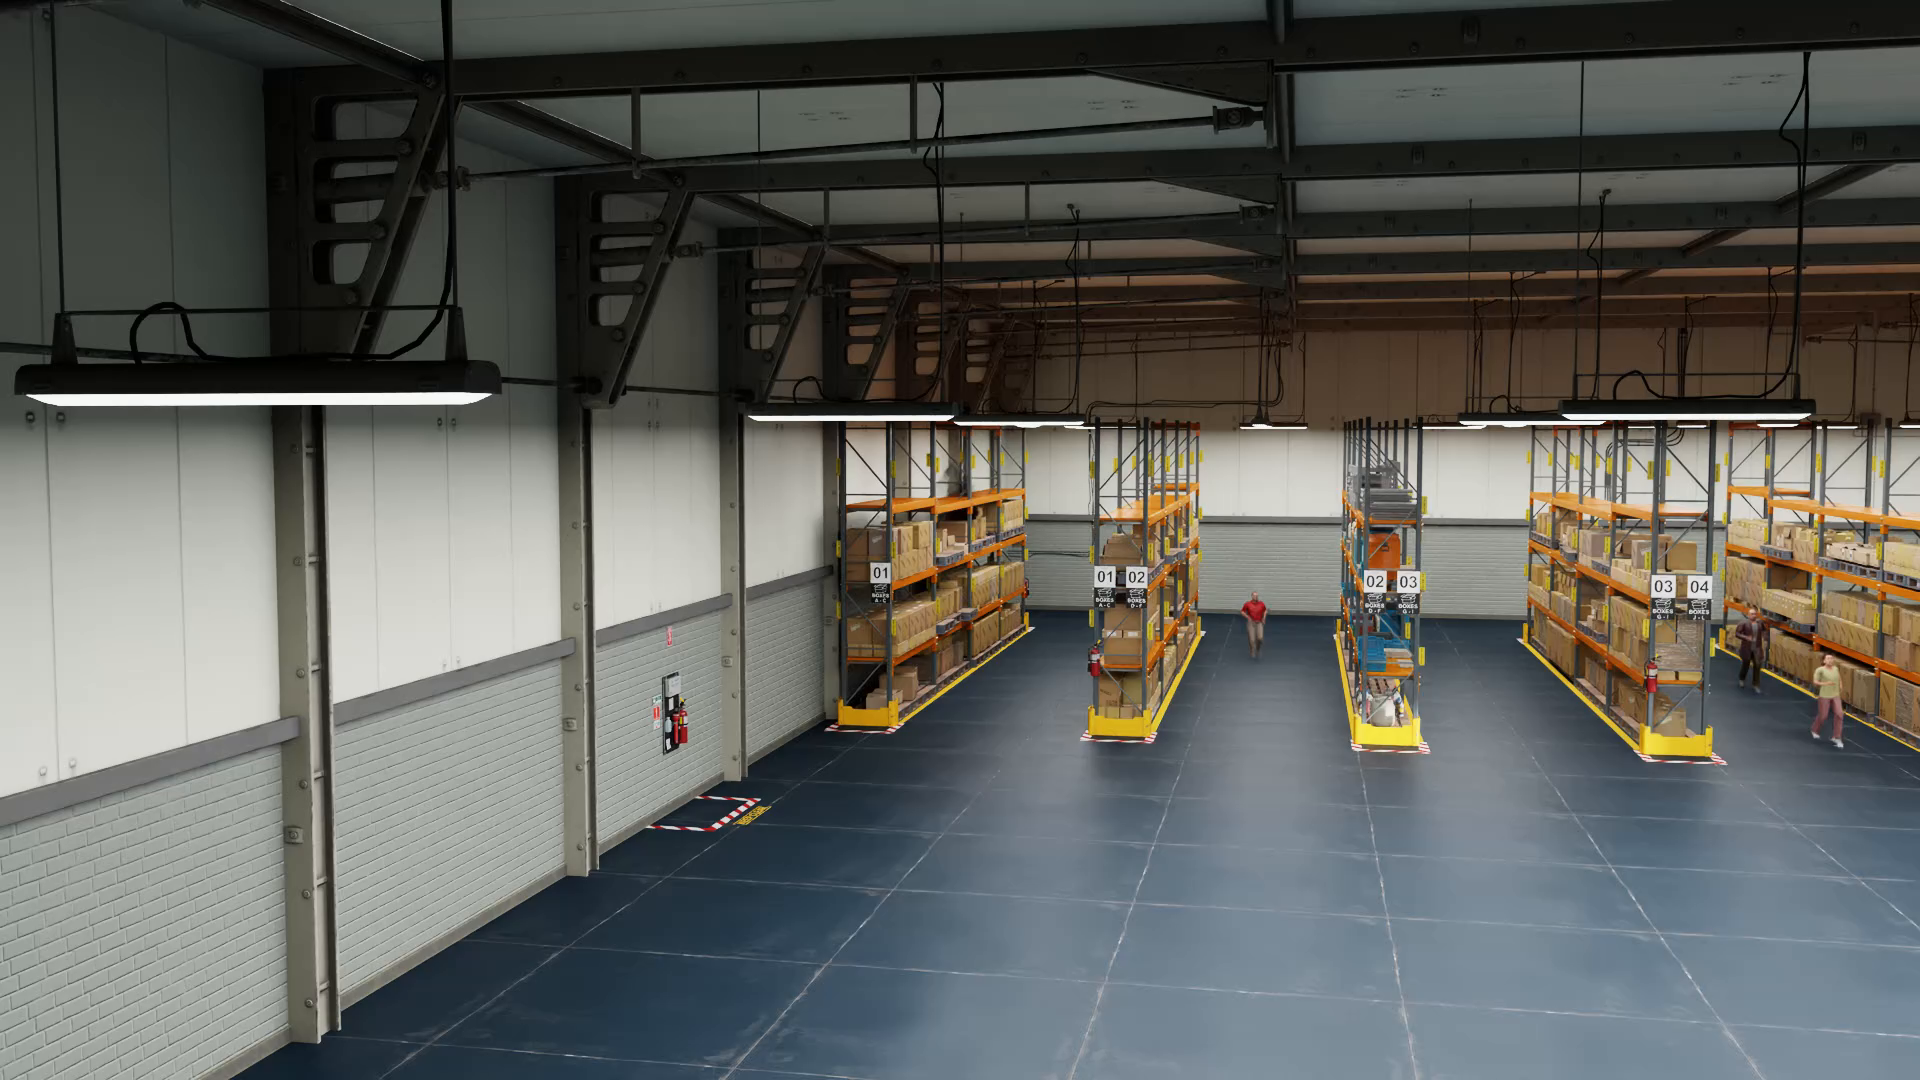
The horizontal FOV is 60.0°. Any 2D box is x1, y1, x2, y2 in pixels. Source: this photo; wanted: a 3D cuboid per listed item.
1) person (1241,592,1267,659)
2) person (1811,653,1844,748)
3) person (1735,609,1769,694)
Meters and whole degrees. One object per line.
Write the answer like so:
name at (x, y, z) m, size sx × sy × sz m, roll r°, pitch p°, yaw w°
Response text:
person at (7.428, 2.160, 41.926) m, size 0.667 × 1.713 × 0.623 m, roll 0°, pitch 4°, yaw 3°
person at (15.970, 2.913, 30.554) m, size 0.578 × 1.686 × 0.910 m, roll 0°, pitch 4°, yaw 4°
person at (17.539, 2.439, 36.863) m, size 0.737 × 1.828 × 0.922 m, roll 1°, pitch 4°, yaw 9°
